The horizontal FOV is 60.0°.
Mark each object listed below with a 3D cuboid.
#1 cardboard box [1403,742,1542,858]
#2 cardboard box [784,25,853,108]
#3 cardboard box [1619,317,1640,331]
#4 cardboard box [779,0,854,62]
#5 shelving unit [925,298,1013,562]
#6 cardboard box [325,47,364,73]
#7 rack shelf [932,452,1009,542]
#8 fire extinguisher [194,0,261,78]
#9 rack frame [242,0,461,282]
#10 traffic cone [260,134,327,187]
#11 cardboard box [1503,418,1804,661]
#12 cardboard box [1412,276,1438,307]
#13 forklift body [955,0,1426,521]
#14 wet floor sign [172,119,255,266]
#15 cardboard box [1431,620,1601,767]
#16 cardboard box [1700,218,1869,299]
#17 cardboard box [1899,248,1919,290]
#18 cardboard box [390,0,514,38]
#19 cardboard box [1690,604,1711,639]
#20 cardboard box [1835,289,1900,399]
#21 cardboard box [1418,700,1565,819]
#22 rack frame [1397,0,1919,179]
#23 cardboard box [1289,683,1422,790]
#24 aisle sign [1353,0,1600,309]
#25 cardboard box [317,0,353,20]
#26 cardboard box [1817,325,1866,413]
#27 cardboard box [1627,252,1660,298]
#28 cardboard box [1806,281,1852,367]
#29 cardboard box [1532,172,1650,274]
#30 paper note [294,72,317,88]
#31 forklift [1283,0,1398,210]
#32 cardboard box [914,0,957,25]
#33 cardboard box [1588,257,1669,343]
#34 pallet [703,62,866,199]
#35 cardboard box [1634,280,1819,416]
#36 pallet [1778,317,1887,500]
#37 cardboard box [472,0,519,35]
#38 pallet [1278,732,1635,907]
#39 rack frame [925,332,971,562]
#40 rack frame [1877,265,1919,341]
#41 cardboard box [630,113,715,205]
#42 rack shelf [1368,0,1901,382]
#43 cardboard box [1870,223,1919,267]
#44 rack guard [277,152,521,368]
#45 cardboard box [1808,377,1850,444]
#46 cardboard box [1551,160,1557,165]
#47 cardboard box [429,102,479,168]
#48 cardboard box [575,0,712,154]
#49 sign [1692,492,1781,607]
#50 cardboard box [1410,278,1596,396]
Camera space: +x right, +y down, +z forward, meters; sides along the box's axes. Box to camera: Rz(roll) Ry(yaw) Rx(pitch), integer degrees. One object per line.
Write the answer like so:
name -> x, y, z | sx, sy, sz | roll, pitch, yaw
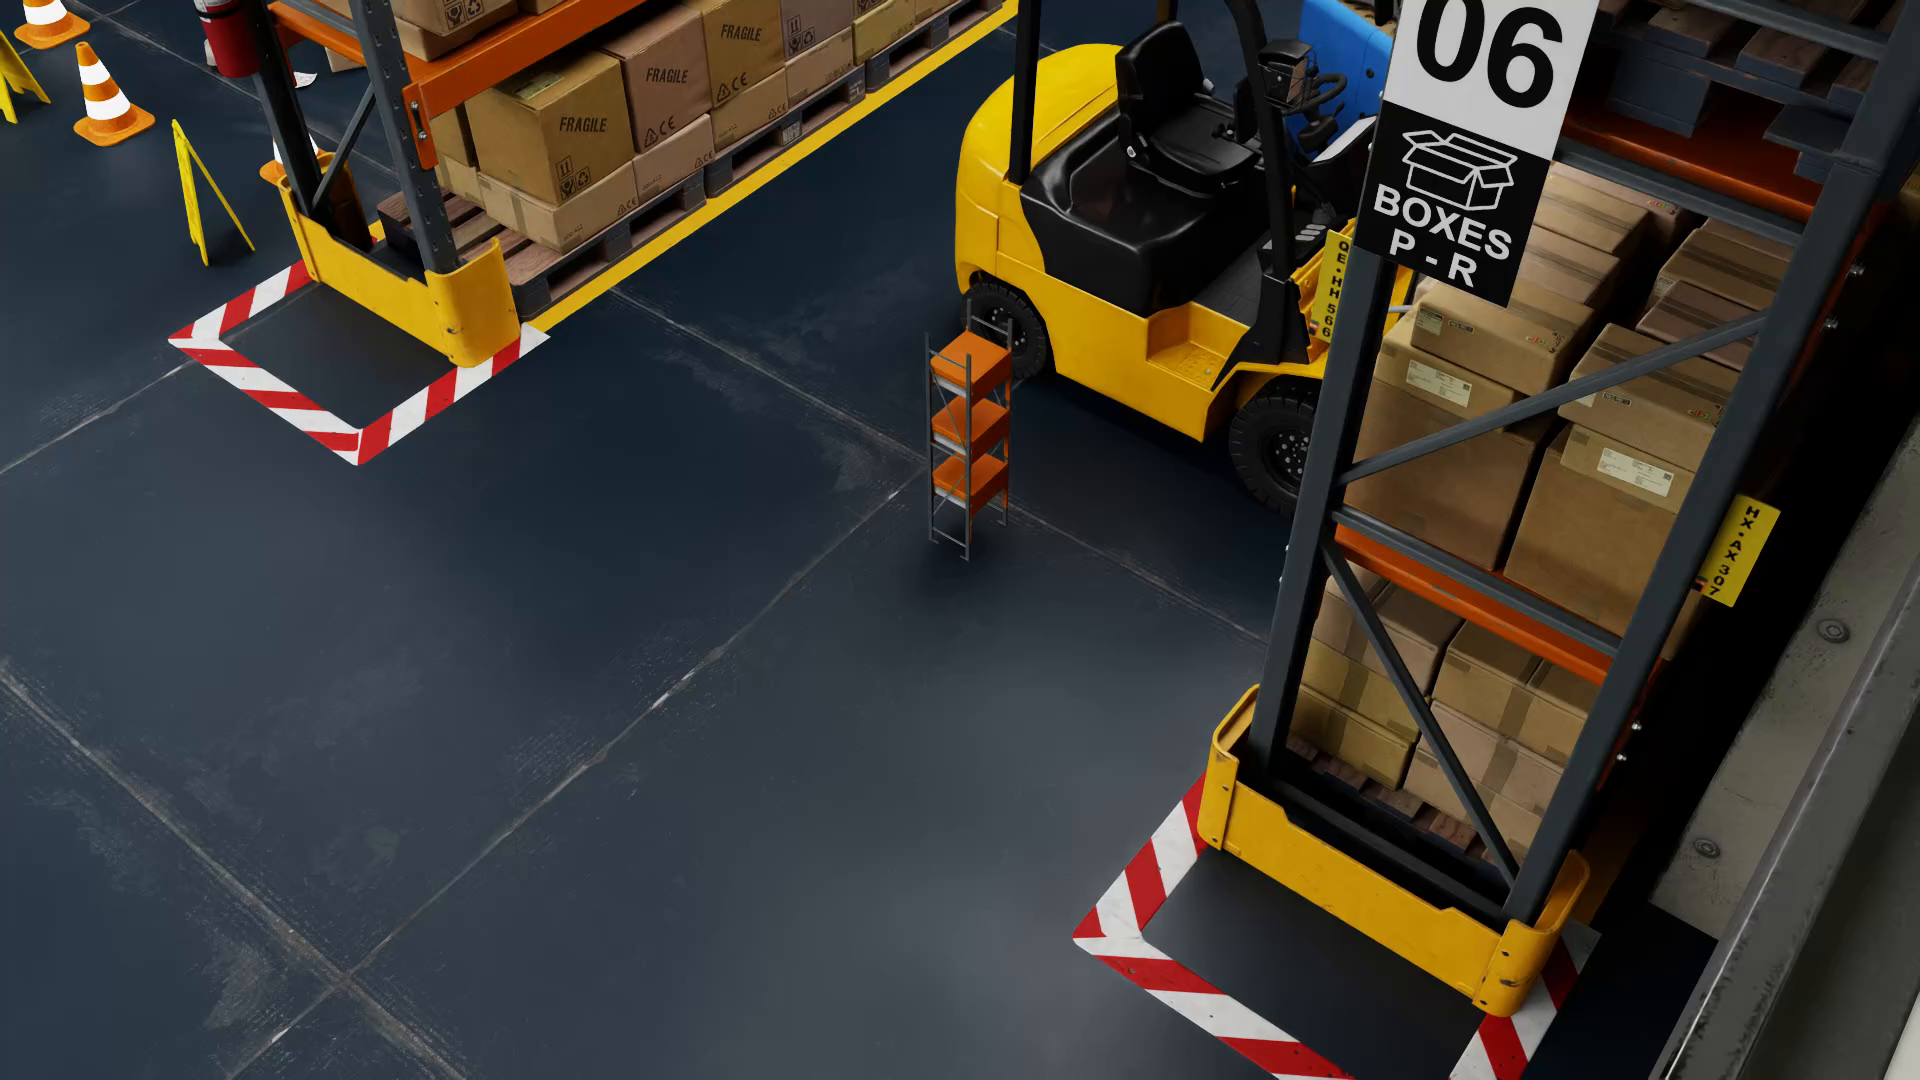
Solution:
cardboard box -> 1.819, 0.713, 5.468 | 0.500, 0.250, 0.500 | 29, 53, 25
cardboard box -> -0.902, -2.518, 8.555 | 0.500, 0.250, 0.500 | 30, 53, 26
cardboard box -> 1.877, -0.404, 4.407 | 0.380, 0.149, 0.250 | 29, 53, 25
cardboard box -> -0.891, -2.791, 8.297 | 0.500, 0.500, 0.500 | 32, 54, 27
shelving unit -> 0.033, -0.393, 6.263 | 0.215, 1.050, 0.252 | 29, 53, 25
cardboard box -> -3.364, -2.747, 9.134 | 0.250, 0.149, 0.380 | -17, 49, -15
rack shelf -> 0.033, -0.194, 6.471 | 0.215, 0.259, 0.240 | 29, 53, 25
fire extinguisher -> -3.001, -2.201, 6.694 | 0.296, 0.674, 0.183 | 29, 53, 25
rack frame -> -2.567, -2.089, 6.534 | 1.000, 3.000, 0.127 | 29, 53, 25
traffic cone -> -3.325, -2.029, 8.232 | 0.336, 0.463, 0.334 | 29, 53, 25
cardboard box -> 1.886, -0.092, 4.558 | 0.500, 0.500, 0.500 | 31, 54, 26
cardboard box -> 1.486, -0.637, 4.630 | 0.380, 0.149, 0.250 | 30, 53, 26
forklift body -> 1.079, -1.495, 6.554 | 2.313, 2.155, 1.214 | 29, 53, 25
wet floor sign -> -3.530, -1.640, 7.734 | 0.232, 0.644, 0.267 | -25, 51, -22
cardboard box -> 1.807, 0.371, 5.104 | 0.500, 0.250, 0.500 | 28, 53, 24
cardboard box -> 2.238, -0.783, 4.563 | 0.380, 0.149, 0.250 | 29, 53, 25
cardboard box -> 3.137, -1.265, 5.677 | 0.500, 0.500, 0.500 | 28, 52, 24
cardboard box -> -2.058, -2.375, 6.532 | 0.500, 0.500, 0.500 | 28, 53, 24
cardboard box -> 2.450, 0.141, 6.015 | 0.500, 0.250, 0.500 | 29, 53, 25
cardboard box -> 3.375, -0.882, 6.647 | 0.500, 0.250, 0.500 | 30, 53, 26
cardboard box -> 1.815, 0.558, 5.271 | 0.500, 0.250, 0.500 | 30, 53, 26
rack frame -> 1.363, -1.969, 2.271 | 1.000, 3.000, 0.127 | 29, 53, 25
cardboard box -> 1.401, 0.499, 5.673 | 0.500, 0.250, 0.500 | 30, 53, 25
aisle sign -> 1.091, -0.887, 3.588 | 0.394, 0.787, 0.004 | 29, 53, 25
cardboard box -> -2.507, -2.311, 6.920 | 0.380, 0.149, 0.250 | 31, 54, 26
cardboard box -> 2.491, -0.690, 5.129 | 0.500, 0.500, 0.500 | 29, 53, 25
cardboard box -> 1.854, -0.895, 4.876 | 0.380, 0.149, 0.250 | 29, 53, 25
cardboard box -> 2.249, -0.673, 4.664 | 0.380, 0.149, 0.250 | 27, 52, 24
cardboard box -> 1.680, -0.873, 4.649 | 0.380, 0.149, 0.250 | 30, 53, 26
paper note -> -3.564, -2.485, 8.965 | 0.148, 0.019, 0.142 | 13, 48, 12
forklift -> 3.088, -3.015, 7.467 | 3.031, 2.935, 1.130 | -22, 50, -20
cardboard box -> -0.270, -3.116, 9.127 | 0.500, 0.250, 0.500 | 32, 54, 27
cardboard box -> 1.781, -0.622, 5.064 | 0.500, 0.500, 0.500 | 31, 54, 26
pallet -> -1.249, -2.314, 8.677 | 1.003, 0.211, 1.213 | 29, 53, 25
cardboard box -> 1.950, -0.481, 4.274 | 0.380, 0.149, 0.250 | 31, 54, 26
pallet -> 3.290, -0.786, 7.218 | 1.003, 0.211, 1.213 | 29, 53, 25
cardboard box -> -2.052, -2.256, 6.868 | 0.380, 0.149, 0.250 | 30, 53, 26
pallet -> 1.798, 0.610, 5.884 | 1.003, 0.211, 1.213 | 29, 53, 25
rack frame -> -0.042, -0.323, 6.196 | 0.200, 1.050, 0.008 | 29, 53, 25
rack frame -> 3.809, -2.186, 6.627 | 1.000, 3.000, 0.127 | 29, 53, 25
cardboard box -> -1.537, -1.913, 7.977 | 0.500, 0.250, 0.500 | 31, 54, 26
rack shelf -> 2.586, -1.829, 4.709 | 1.077, 0.370, 4.000 | 29, 53, 25
cardboard box -> 2.618, -0.939, 4.918 | 0.380, 0.149, 0.250 | 31, 54, 26
rack guard -> -2.520, -1.269, 7.480 | 1.175, 0.500, 0.348 | 29, 53, 25
cardboard box -> 3.369, -0.721, 6.838 | 0.500, 0.250, 0.500 | 29, 53, 25
cardboard box -> 1.963, -1.181, 4.943 | 0.380, 0.149, 0.250 | 30, 53, 26
cardboard box -> -2.283, -2.117, 7.654 | 0.500, 0.500, 0.500 | 30, 53, 25
cardboard box -> -1.524, -2.198, 7.731 | 0.500, 0.500, 0.500 | 27, 52, 24
sign -> 1.799, 0.025, 3.861 | 0.100, 0.325, 0.005 | 29, 53, 25
cardboard box -> 1.416, -0.557, 4.347 | 0.380, 0.149, 0.250 | 29, 53, 25
